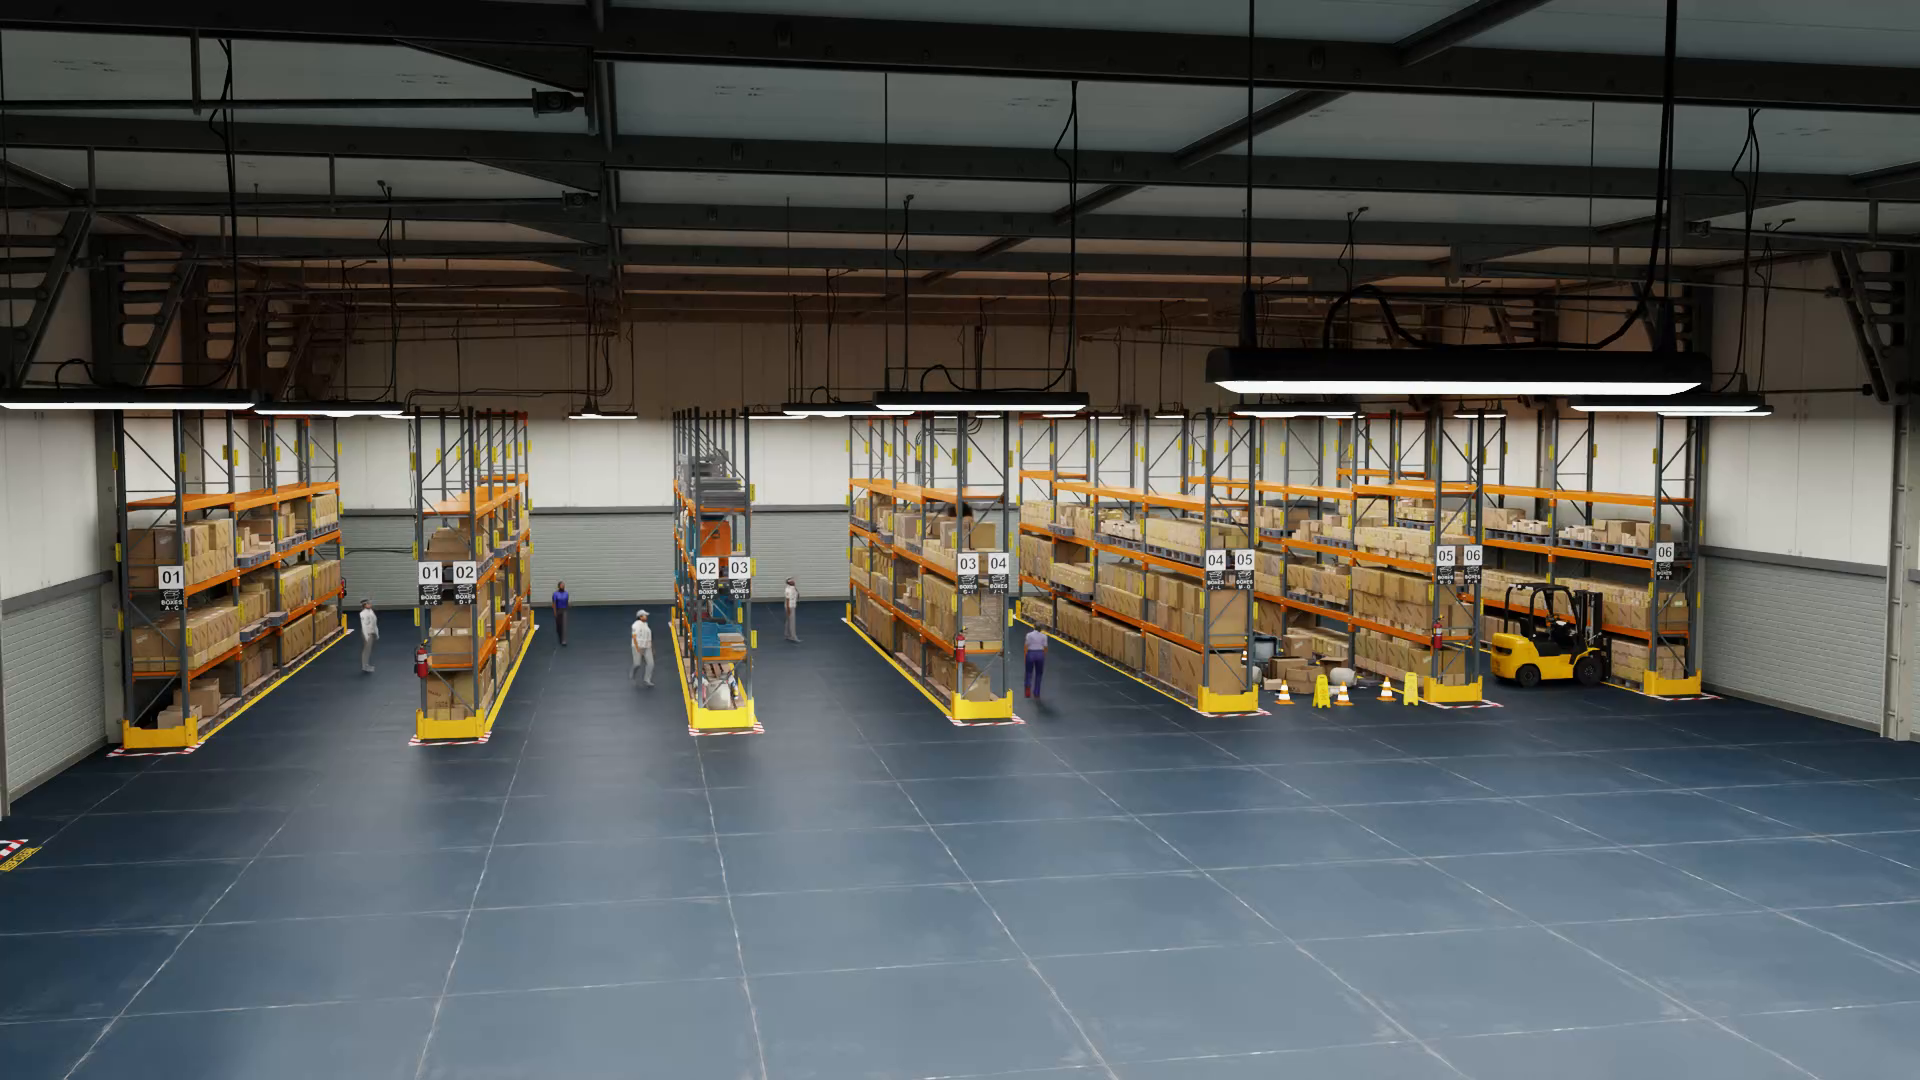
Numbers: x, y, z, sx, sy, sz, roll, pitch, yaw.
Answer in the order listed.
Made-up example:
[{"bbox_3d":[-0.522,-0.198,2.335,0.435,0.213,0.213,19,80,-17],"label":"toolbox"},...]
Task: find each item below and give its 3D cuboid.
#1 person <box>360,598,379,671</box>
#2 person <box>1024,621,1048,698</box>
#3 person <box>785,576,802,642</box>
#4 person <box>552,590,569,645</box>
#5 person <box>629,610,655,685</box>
[{"bbox_3d":[-13.591,2.178,38.289,0.393,1.720,0.504,-1,4,-9],"label":"person"},{"bbox_3d":[1.578,2.466,34.365,0.492,1.601,0.488,1,4,16],"label":"person"},{"bbox_3d":[-4.368,1.793,43.565,0.499,1.710,0.467,0,4,6],"label":"person"},{"bbox_3d":[-10.287,1.971,42.886,0.412,1.408,0.928,0,4,-6],"label":"person"},{"bbox_3d":[-6.903,2.356,36.201,0.567,1.640,0.589,-4,6,-45],"label":"person"}]
